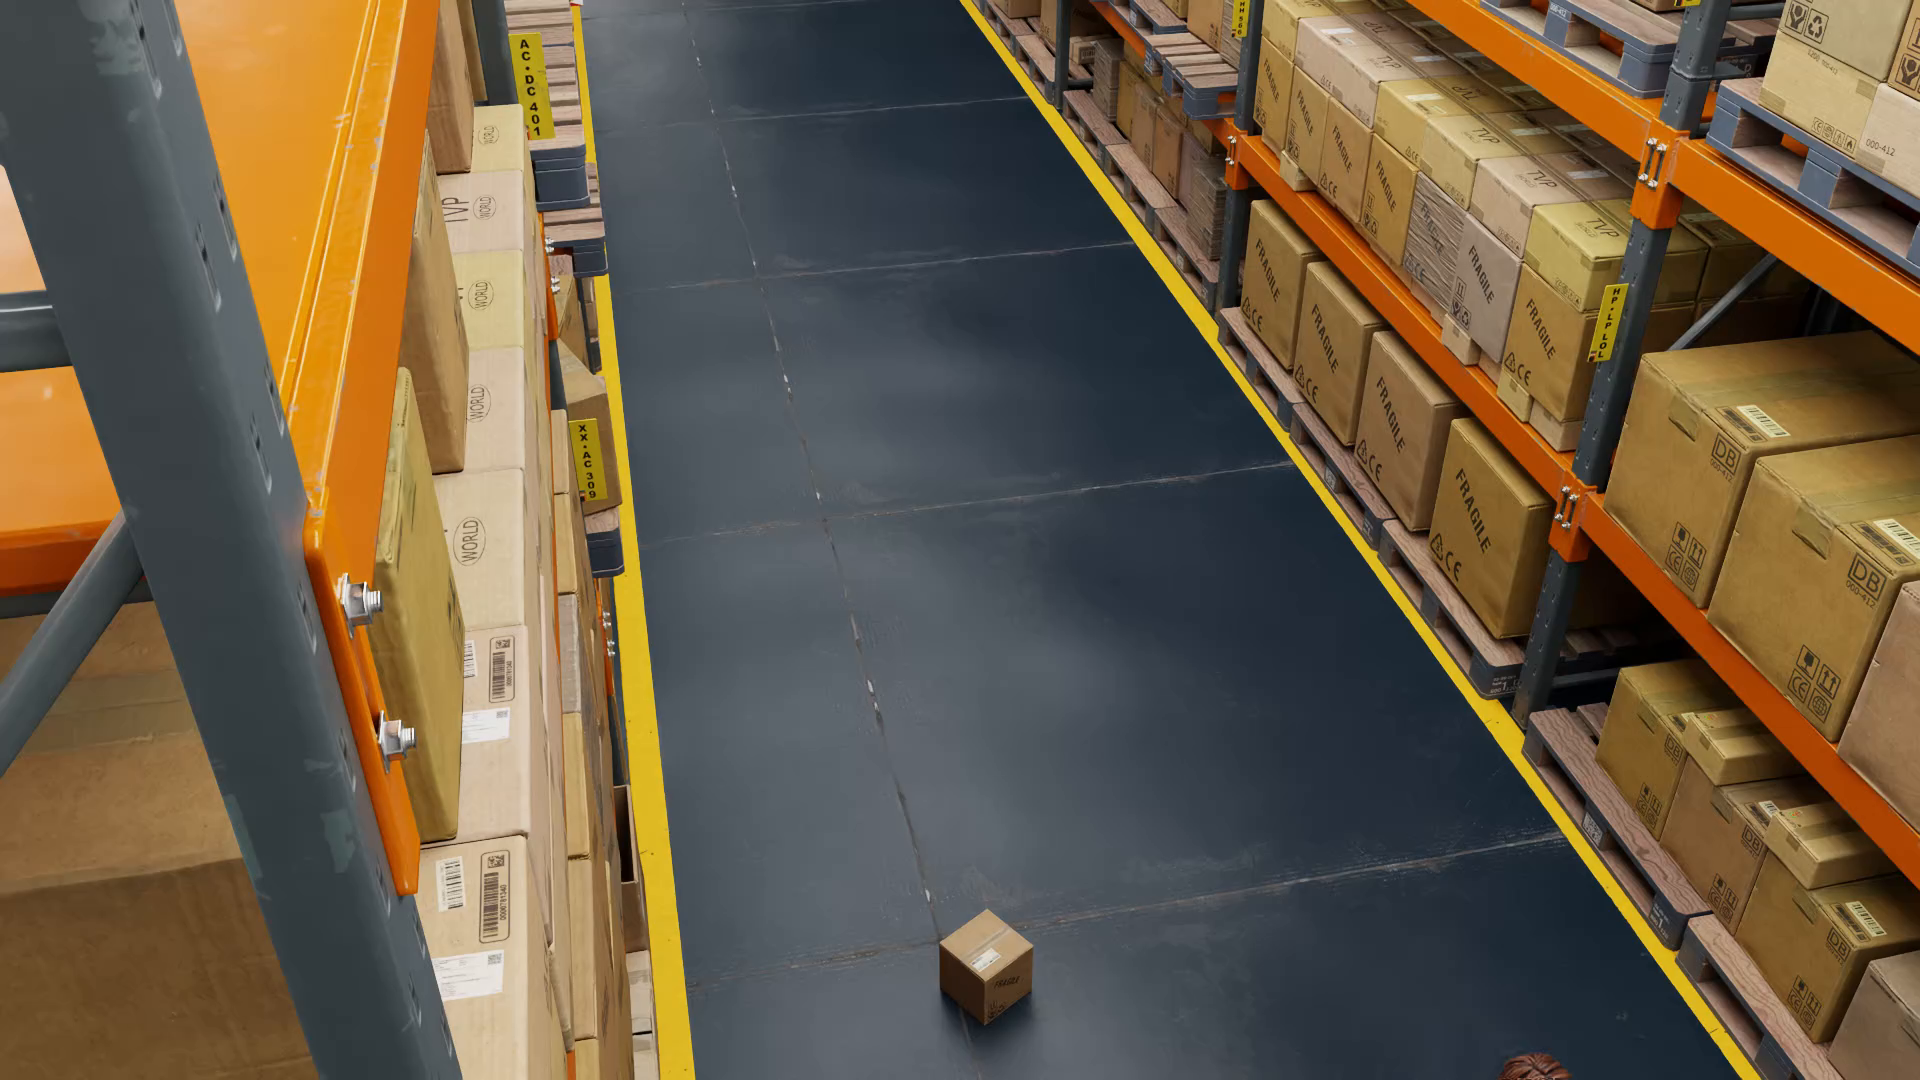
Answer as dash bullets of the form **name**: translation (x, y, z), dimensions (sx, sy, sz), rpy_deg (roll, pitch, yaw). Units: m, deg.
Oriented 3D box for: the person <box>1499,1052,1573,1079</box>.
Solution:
- **person**: translation (1.450, 1.929, 4.558), dimensions (0.410, 1.573, 0.693), rpy_deg (-24, 41, -30)
